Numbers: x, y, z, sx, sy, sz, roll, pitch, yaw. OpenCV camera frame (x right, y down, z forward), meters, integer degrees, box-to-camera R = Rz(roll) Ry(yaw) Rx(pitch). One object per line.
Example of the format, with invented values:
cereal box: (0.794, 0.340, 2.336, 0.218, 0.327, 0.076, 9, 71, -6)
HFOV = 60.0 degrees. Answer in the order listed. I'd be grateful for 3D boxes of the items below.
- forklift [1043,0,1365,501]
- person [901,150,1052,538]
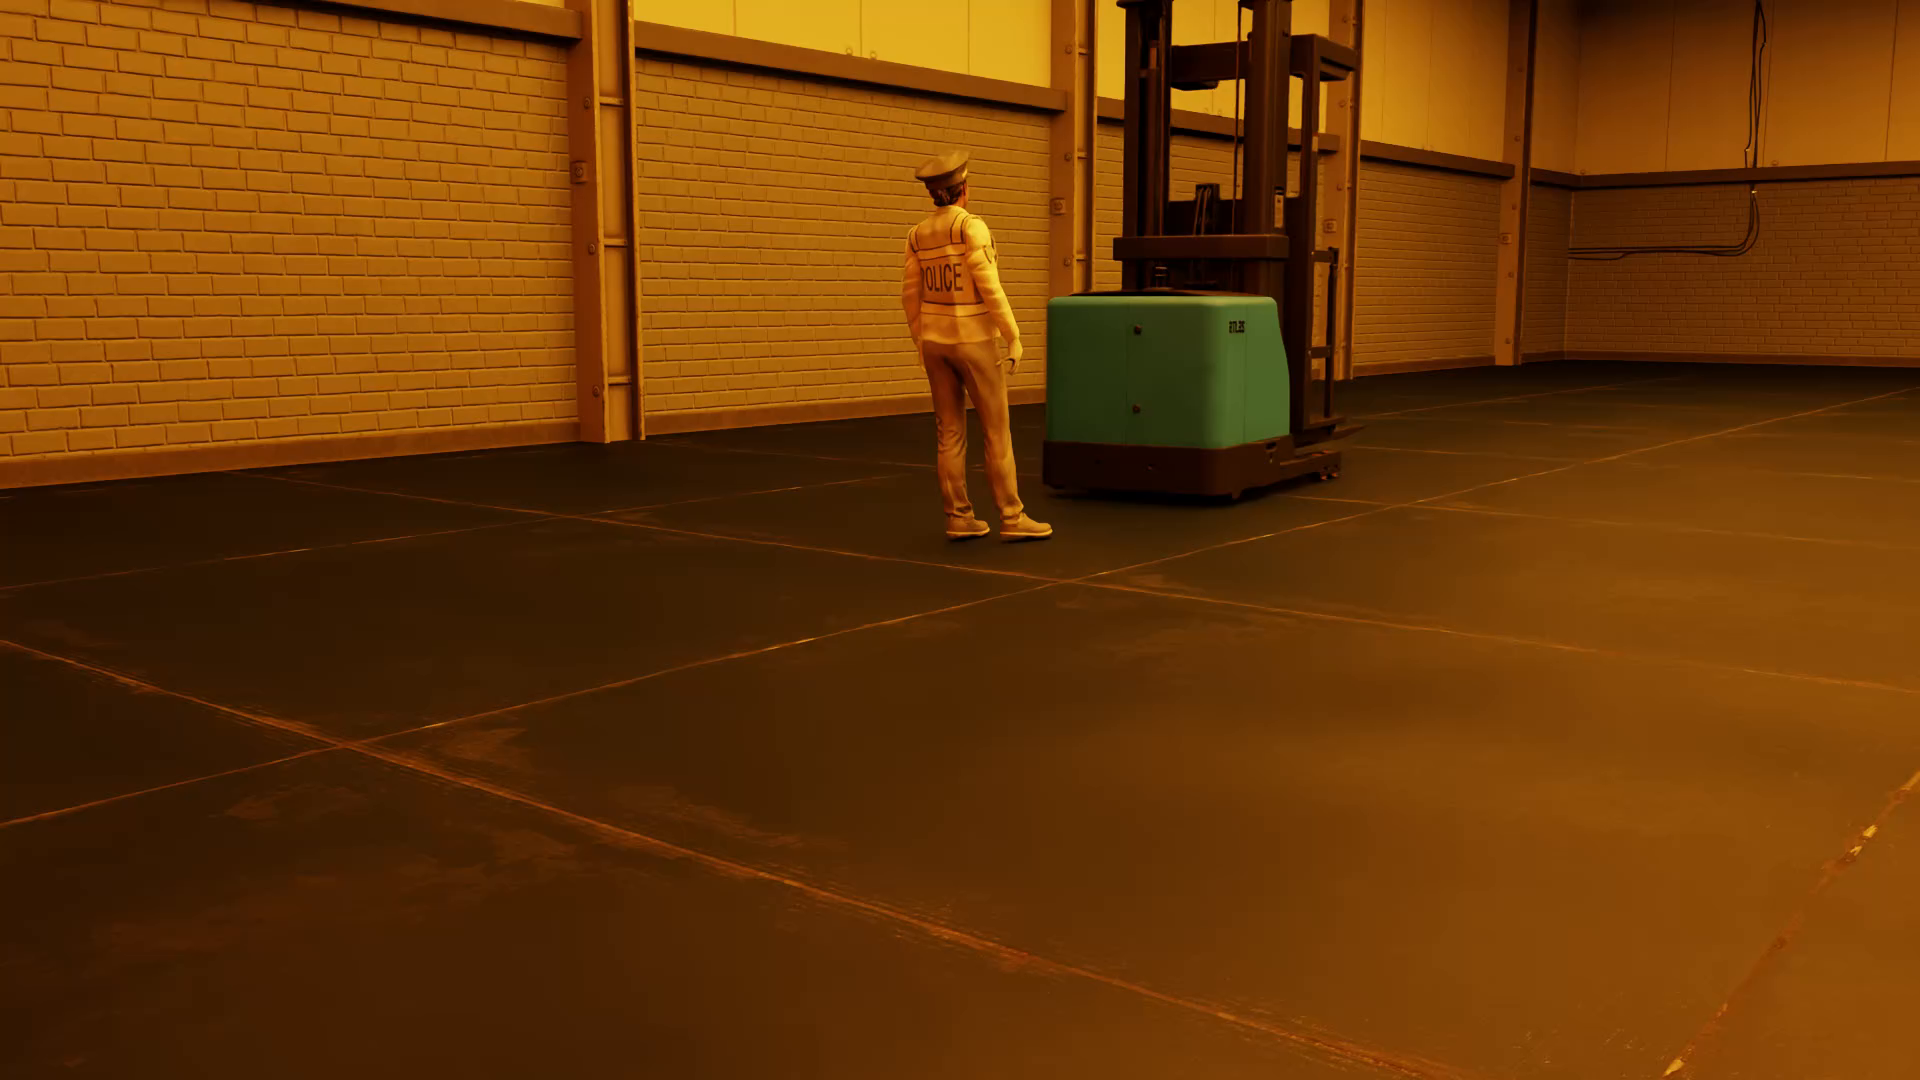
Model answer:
forklift: (1.632, -1.826, 9.761, 1.130, 2.935, 3.031, 5, 10, 30)
person: (0.048, -0.853, 7.330, 0.587, 1.695, 0.531, 7, 11, 38)
